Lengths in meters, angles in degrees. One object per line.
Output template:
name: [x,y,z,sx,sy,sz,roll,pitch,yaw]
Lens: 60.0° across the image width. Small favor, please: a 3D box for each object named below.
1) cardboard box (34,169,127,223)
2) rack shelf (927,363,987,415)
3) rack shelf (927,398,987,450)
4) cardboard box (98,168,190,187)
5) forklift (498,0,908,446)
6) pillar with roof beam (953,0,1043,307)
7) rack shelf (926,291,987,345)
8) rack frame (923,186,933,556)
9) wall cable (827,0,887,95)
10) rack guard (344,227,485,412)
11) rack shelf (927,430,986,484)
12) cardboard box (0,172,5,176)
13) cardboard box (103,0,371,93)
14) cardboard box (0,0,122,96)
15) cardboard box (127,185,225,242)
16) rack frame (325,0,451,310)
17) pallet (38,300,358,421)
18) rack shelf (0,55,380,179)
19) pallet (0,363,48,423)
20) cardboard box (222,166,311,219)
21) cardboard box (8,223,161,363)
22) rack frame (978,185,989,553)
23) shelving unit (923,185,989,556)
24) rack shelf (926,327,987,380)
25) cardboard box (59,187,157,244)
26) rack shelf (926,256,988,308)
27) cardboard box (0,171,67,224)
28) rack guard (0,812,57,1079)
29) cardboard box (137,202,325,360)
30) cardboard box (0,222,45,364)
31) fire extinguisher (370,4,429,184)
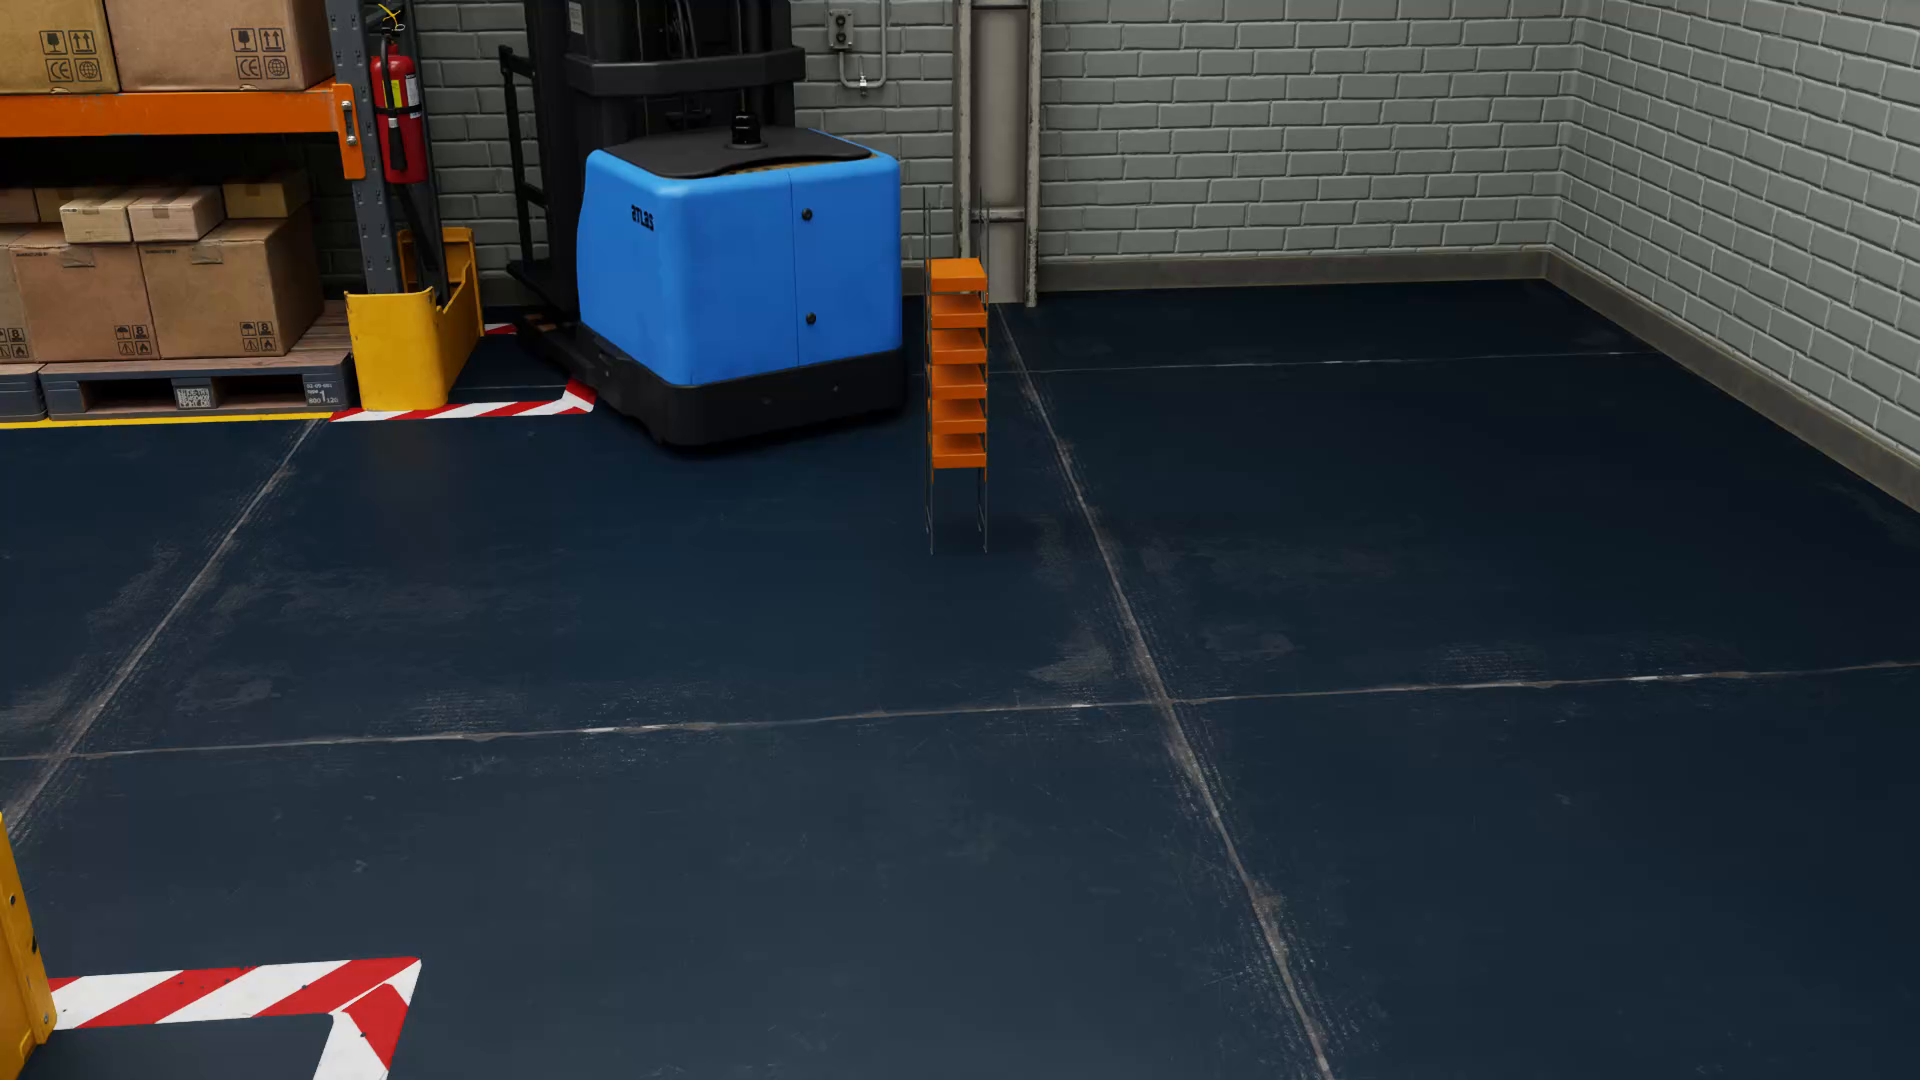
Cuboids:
cardboard box: [-3.759,-1.480,7.148,0.250,0.149,0.380,-2,24,-5]
rack shelf: [-0.014,-0.507,5.523,0.180,0.103,0.258,-2,24,-5]
rack shelf: [-0.014,-0.397,5.572,0.180,0.103,0.258,-2,24,-5]
cardboard box: [-3.510,-1.490,7.170,0.250,0.149,0.380,-2,24,-5]
forklift: [-1.414,-2.252,7.208,1.130,2.935,3.031,-14,28,-28]
pillar with roof beam: [0.601,-3.605,2.782,0.400,9.000,9.100,-2,24,-5]
rack shelf: [-0.014,-0.726,5.426,0.180,0.103,0.258,-2,24,-5]
rack frame: [-0.105,-0.544,5.497,0.006,1.200,0.240,-2,24,-5]
wall cable: [-1.243,-3.044,7.656,1.851,1.984,0.084,-2,24,-5]
rack guard: [-2.400,-1.005,7.397,0.348,0.500,1.175,-2,24,-5]
rack shelf: [-0.014,-0.288,5.621,0.180,0.103,0.258,-2,24,-5]
cardboard box: [-4.268,-1.459,7.101,0.250,0.149,0.380,-2,24,-5]
cardboard box: [-2.931,-2.259,6.771,0.700,0.700,0.980,-1,24,-3]
cardboard box: [-3.654,-2.226,6.695,0.700,0.700,0.980,-2,24,-6]
cardboard box: [-3.221,-1.346,6.846,0.250,0.149,0.380,-3,24,-6]
rack frame: [-2.424,-2.147,6.887,0.127,3.000,1.000,-2,24,-5]
pallet: [-3.212,-0.809,7.310,1.213,0.211,1.003,-2,24,-5]
rack shelf: [-4.415,-1.738,6.853,4.000,0.370,1.077,-2,24,-5]
pallet: [-4.424,-0.762,7.203,1.213,0.211,1.003,-2,24,-5]
cardboard box: [-3.006,-1.510,7.217,0.250,0.149,0.380,-2,24,-5]
cardboard box: [-3.609,-1.108,7.110,0.500,0.500,0.700,-2,24,-5]
rack frame: [0.077,-0.551,5.513,0.006,1.200,0.240,-2,24,-5]
shelving unit: [-0.014,-0.548,5.505,0.189,1.200,0.258,-2,24,-5]
rack shelf: [-0.014,-0.617,5.474,0.180,0.103,0.258,-2,24,-5]
cardboard box: [-3.475,-1.335,6.823,0.250,0.149,0.380,-2,24,-4]
rack shelf: [-0.014,-0.836,5.377,0.180,0.103,0.258,-2,24,-5]
cardboard box: [-4.012,-1.469,7.125,0.250,0.149,0.380,-2,24,-4]
rack guard: [-2.009,1.001,2.883,0.348,0.500,1.175,-2,24,-5]
cardboard box: [-3.111,-1.128,7.155,0.500,0.500,0.700,-2,24,-5]
cardboard box: [-4.109,-1.088,7.065,0.500,0.500,0.700,-3,24,-7]
fire extinguisher: [-2.229,-1.760,6.572,0.183,0.674,0.296,-2,24,-5]
